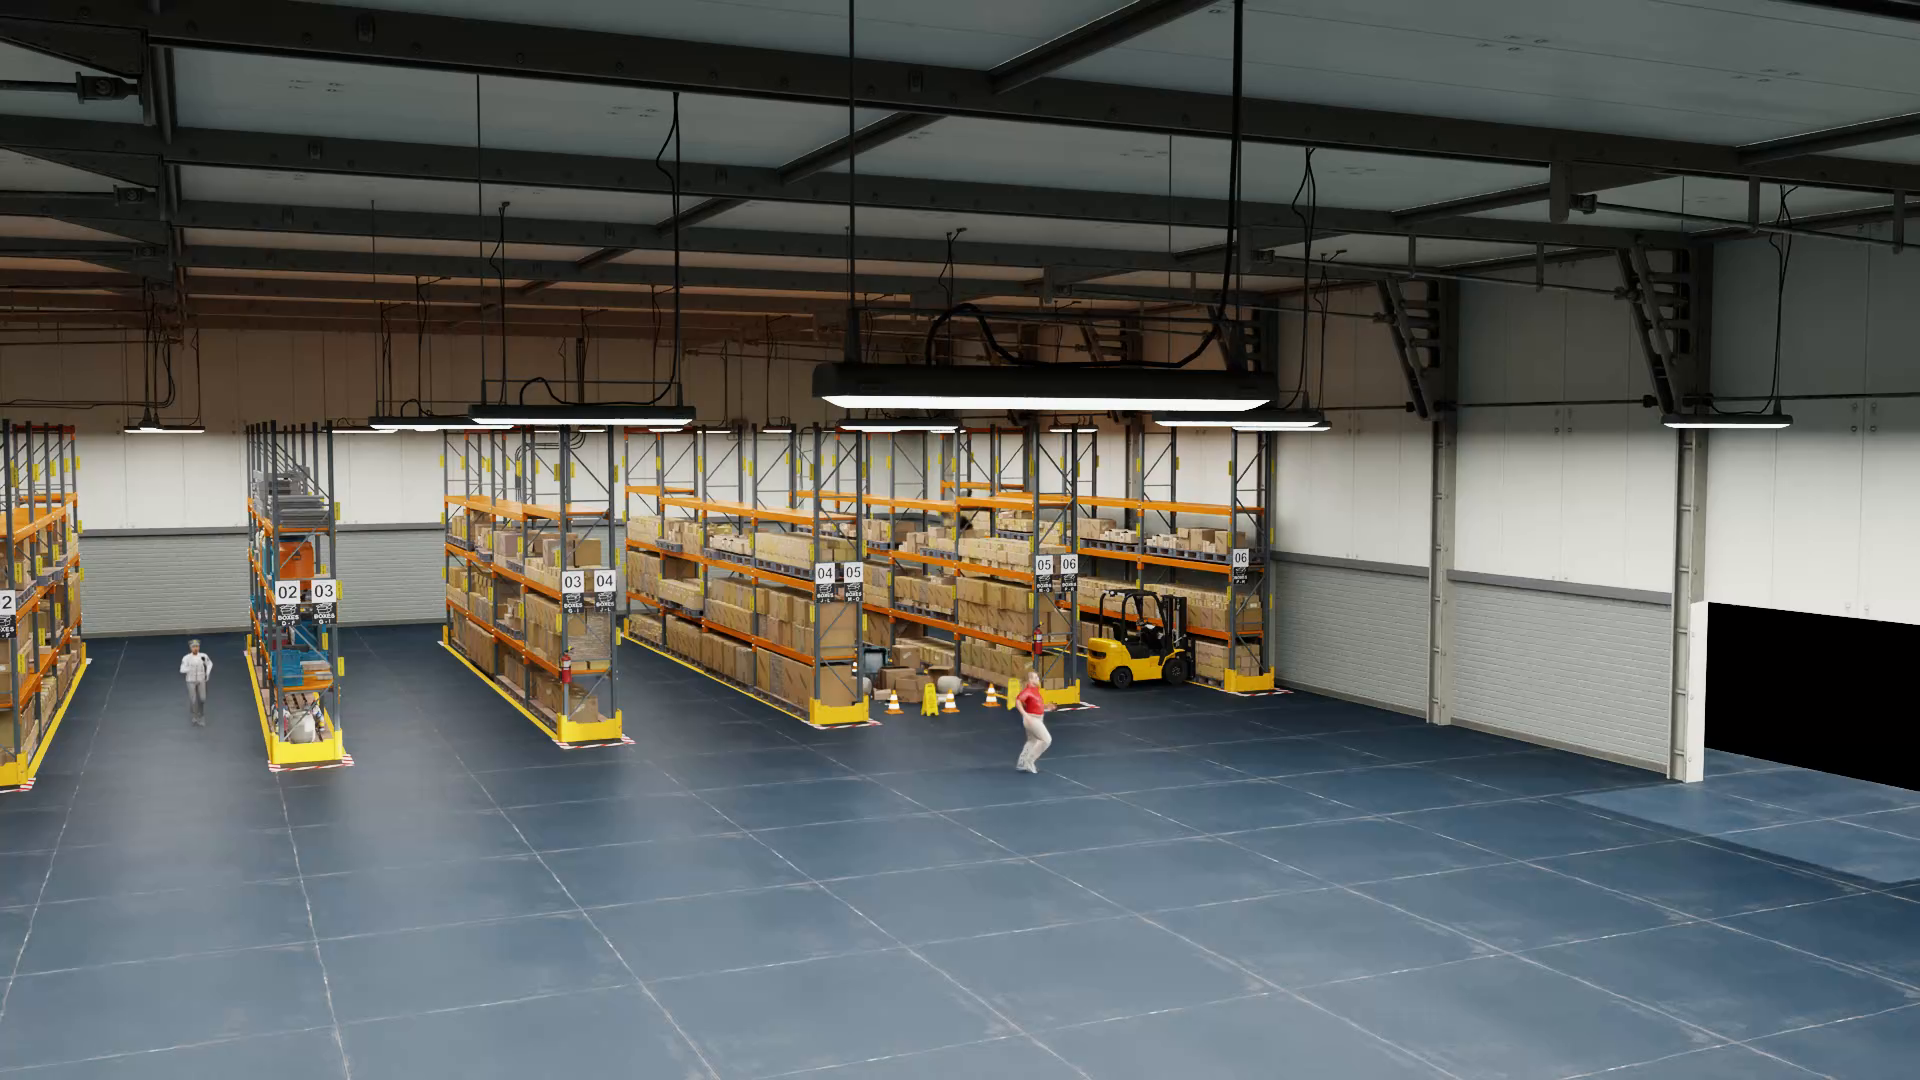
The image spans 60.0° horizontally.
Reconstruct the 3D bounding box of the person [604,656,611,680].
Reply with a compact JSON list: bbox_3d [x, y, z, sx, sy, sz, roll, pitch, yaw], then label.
[{"bbox_3d":[-8.505,2.398,39.227,0.643,1.848,0.819,-2,4,-25],"label":"person"}]

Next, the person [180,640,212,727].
[{"bbox_3d":[-15.074,2.827,32.852,0.592,1.736,0.684,-2,4,-27],"label":"person"}]

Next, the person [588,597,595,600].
[{"bbox_3d":[-10.257,2.046,46.202,0.547,1.621,0.763,-1,4,-17],"label":"person"}]

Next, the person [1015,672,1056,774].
[{"bbox_3d":[1.292,3.102,28.268,0.670,1.719,0.646,1,4,8],"label":"person"}]
